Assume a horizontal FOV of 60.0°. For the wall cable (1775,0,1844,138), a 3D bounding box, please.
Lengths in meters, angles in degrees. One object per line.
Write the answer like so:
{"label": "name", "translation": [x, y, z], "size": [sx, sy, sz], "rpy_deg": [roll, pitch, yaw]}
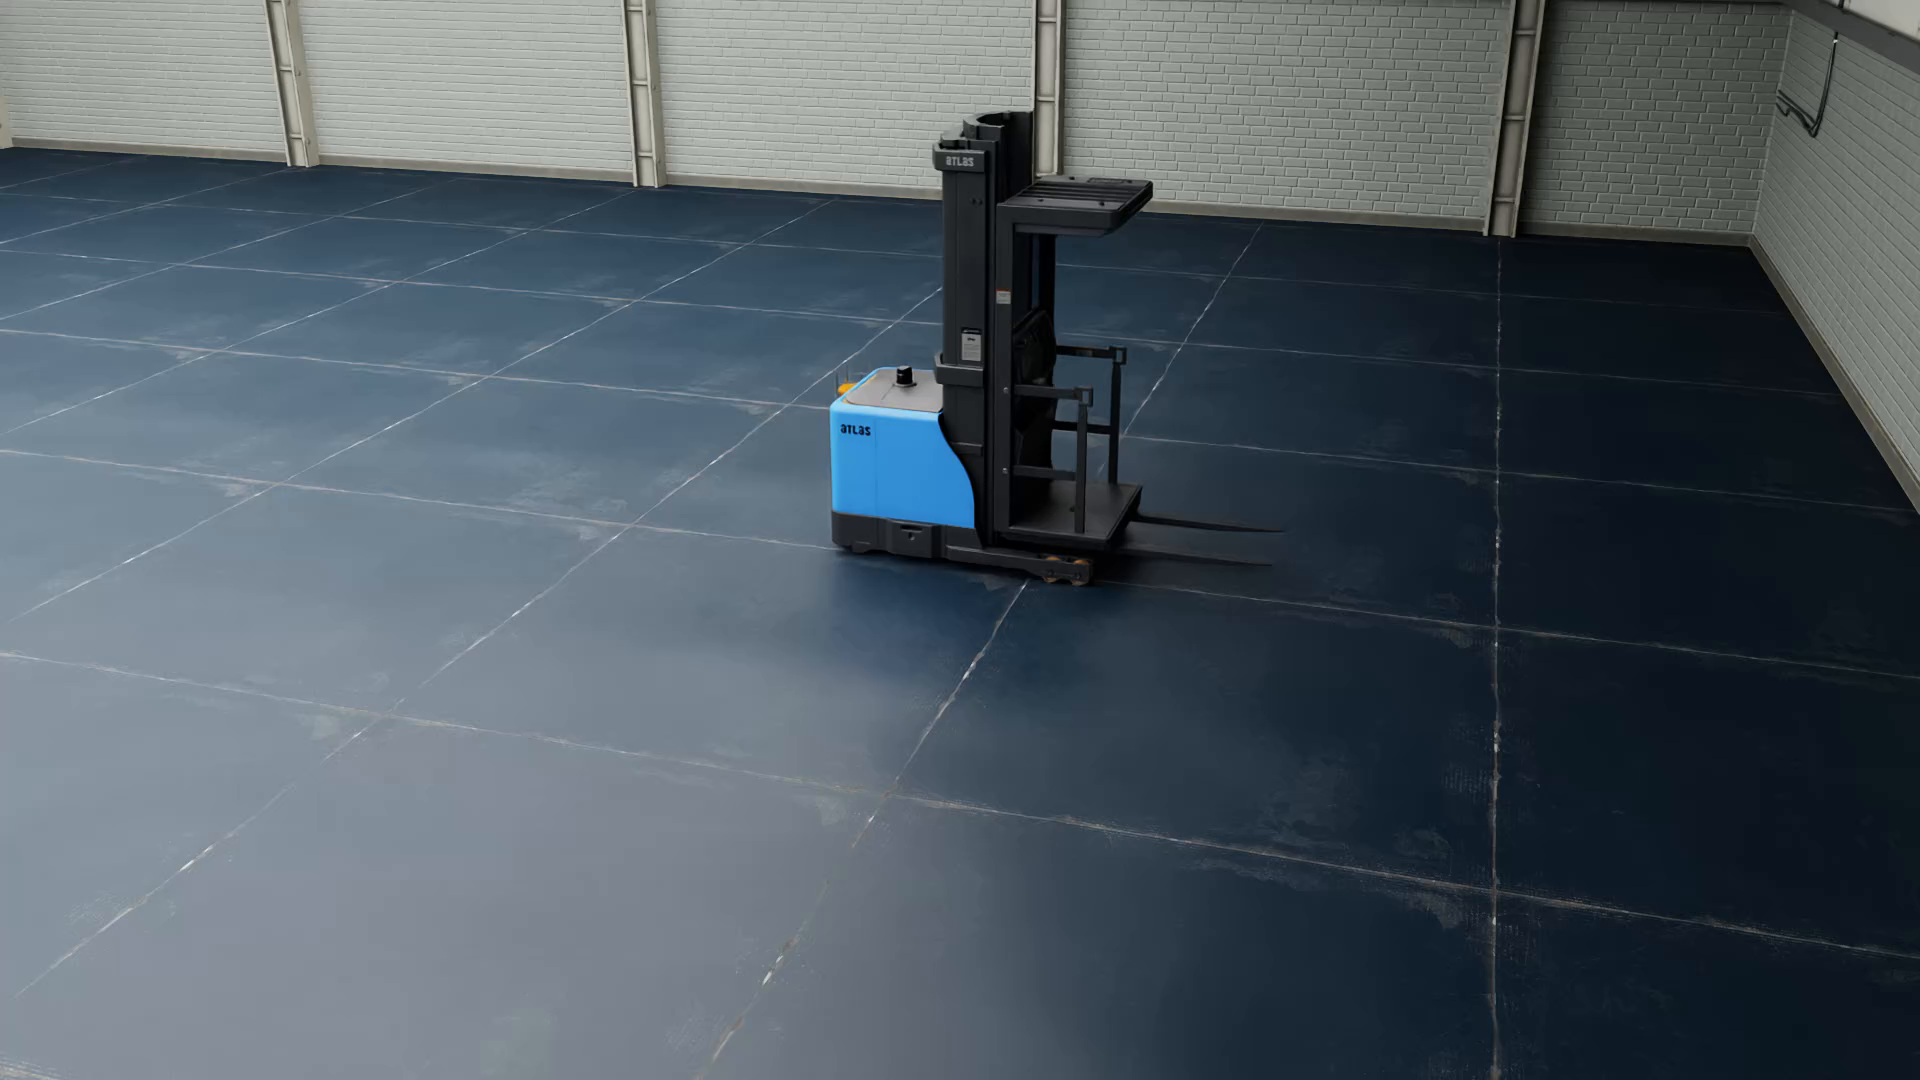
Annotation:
{"label": "wall cable", "translation": [9.359, -5.848, 18.261], "size": [0.112, 2.526, 3.097], "rpy_deg": [7, 23, 16]}

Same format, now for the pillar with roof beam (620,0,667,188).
{"label": "pillar with roof beam", "translation": [-5.811, -7.840, 19.025], "size": [0.400, 9.000, 9.100], "rpy_deg": [7, 23, 16]}

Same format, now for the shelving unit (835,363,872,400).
{"label": "shelving unit", "translation": [-0.763, -0.755, 12.221], "size": [0.215, 1.050, 0.252], "rpy_deg": [5, 23, 13]}

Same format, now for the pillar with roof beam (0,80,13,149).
{"label": "pillar with roof beam", "translation": [-17.299, -9.155, 22.232], "size": [0.400, 9.000, 9.100], "rpy_deg": [7, 23, 16]}

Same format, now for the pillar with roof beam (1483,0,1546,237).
{"label": "pillar with roof beam", "translation": [5.677, -6.524, 15.818], "size": [0.400, 9.000, 9.100], "rpy_deg": [7, 23, 16]}

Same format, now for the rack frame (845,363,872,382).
{"label": "rack frame", "translation": [-0.733, -0.801, 12.330], "size": [0.200, 1.050, 0.008], "rpy_deg": [5, 23, 13]}

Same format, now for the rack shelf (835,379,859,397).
{"label": "rack shelf", "translation": [-0.766, -1.007, 12.116], "size": [0.215, 0.259, 0.240], "rpy_deg": [5, 23, 13]}

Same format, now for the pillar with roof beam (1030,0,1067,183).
{"label": "pillar with roof beam", "translation": [-0.067, -7.182, 17.421], "size": [0.400, 9.000, 9.100], "rpy_deg": [7, 23, 16]}

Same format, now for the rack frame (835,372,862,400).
{"label": "rack frame", "translation": [-0.793, -0.709, 12.112], "size": [0.200, 1.050, 0.008], "rpy_deg": [5, 23, 13]}

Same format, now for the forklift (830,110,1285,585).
{"label": "forklift", "translation": [0.681, -1.281, 11.031], "size": [3.031, 2.935, 1.130], "rpy_deg": [7, 23, 16]}

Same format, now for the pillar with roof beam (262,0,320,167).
{"label": "pillar with roof beam", "translation": [-11.555, -8.497, 20.628], "size": [0.400, 9.000, 9.100], "rpy_deg": [7, 23, 16]}
